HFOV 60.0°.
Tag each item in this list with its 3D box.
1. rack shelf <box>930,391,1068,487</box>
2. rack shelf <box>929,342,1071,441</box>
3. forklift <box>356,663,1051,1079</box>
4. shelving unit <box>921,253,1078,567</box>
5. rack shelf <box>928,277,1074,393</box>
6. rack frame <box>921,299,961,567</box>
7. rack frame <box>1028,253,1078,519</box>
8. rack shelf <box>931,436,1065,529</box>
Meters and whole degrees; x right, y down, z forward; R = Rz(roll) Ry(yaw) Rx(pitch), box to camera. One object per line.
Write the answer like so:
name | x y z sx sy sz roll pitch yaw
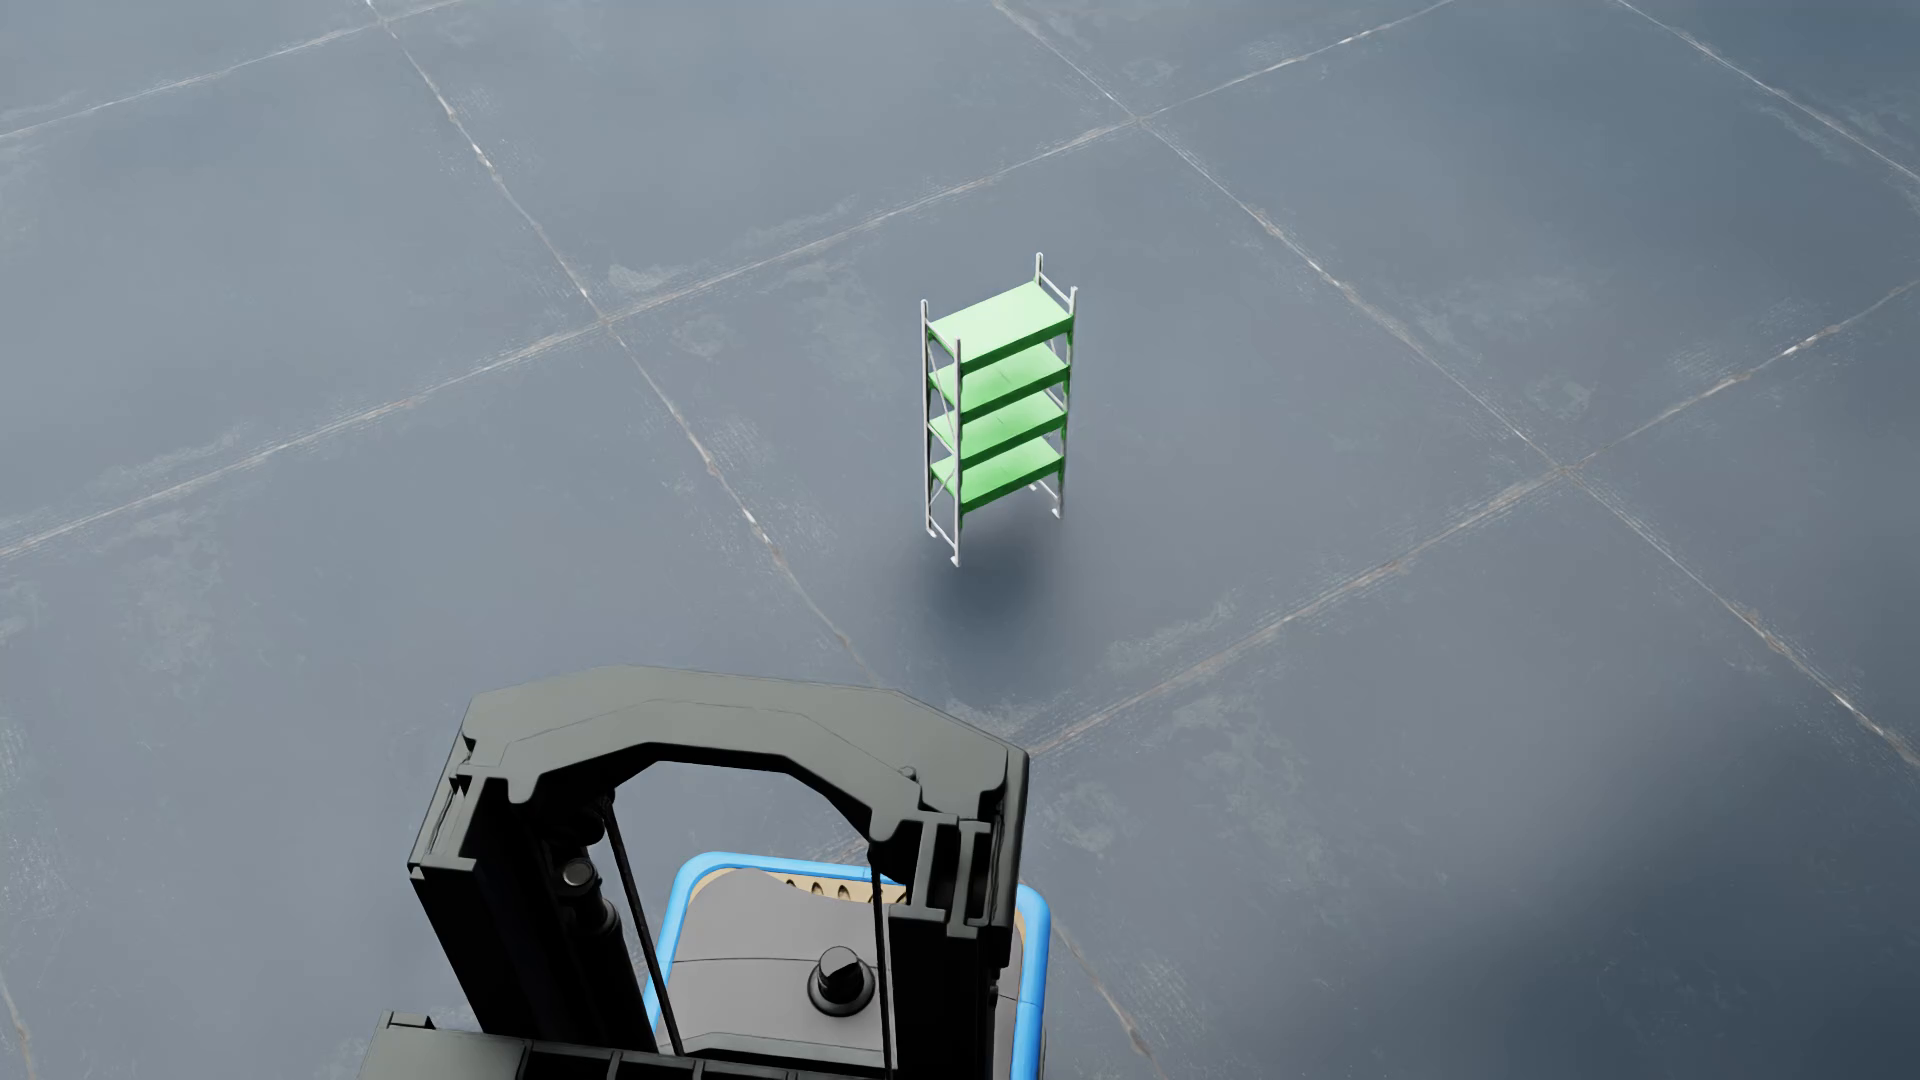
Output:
rack shelf | 0.140 -0.423 6.354 0.480 0.148 0.258 -25 53 -21
rack shelf | 0.140 -0.582 6.174 0.480 0.148 0.258 -25 53 -21
forklift | -0.434 1.717 3.204 1.130 2.935 3.031 5 49 5
shelving unit | 0.140 -0.465 6.306 0.503 1.200 0.258 -25 53 -21
rack shelf | 0.140 -0.742 5.995 0.480 0.148 0.258 -25 53 -21
rack frame | -0.066 -0.368 6.219 0.015 1.200 0.240 -25 53 -21
rack frame | 0.346 -0.562 6.393 0.015 1.200 0.240 -25 53 -21
rack shelf | 0.140 -0.263 6.533 0.480 0.148 0.258 -25 53 -21
